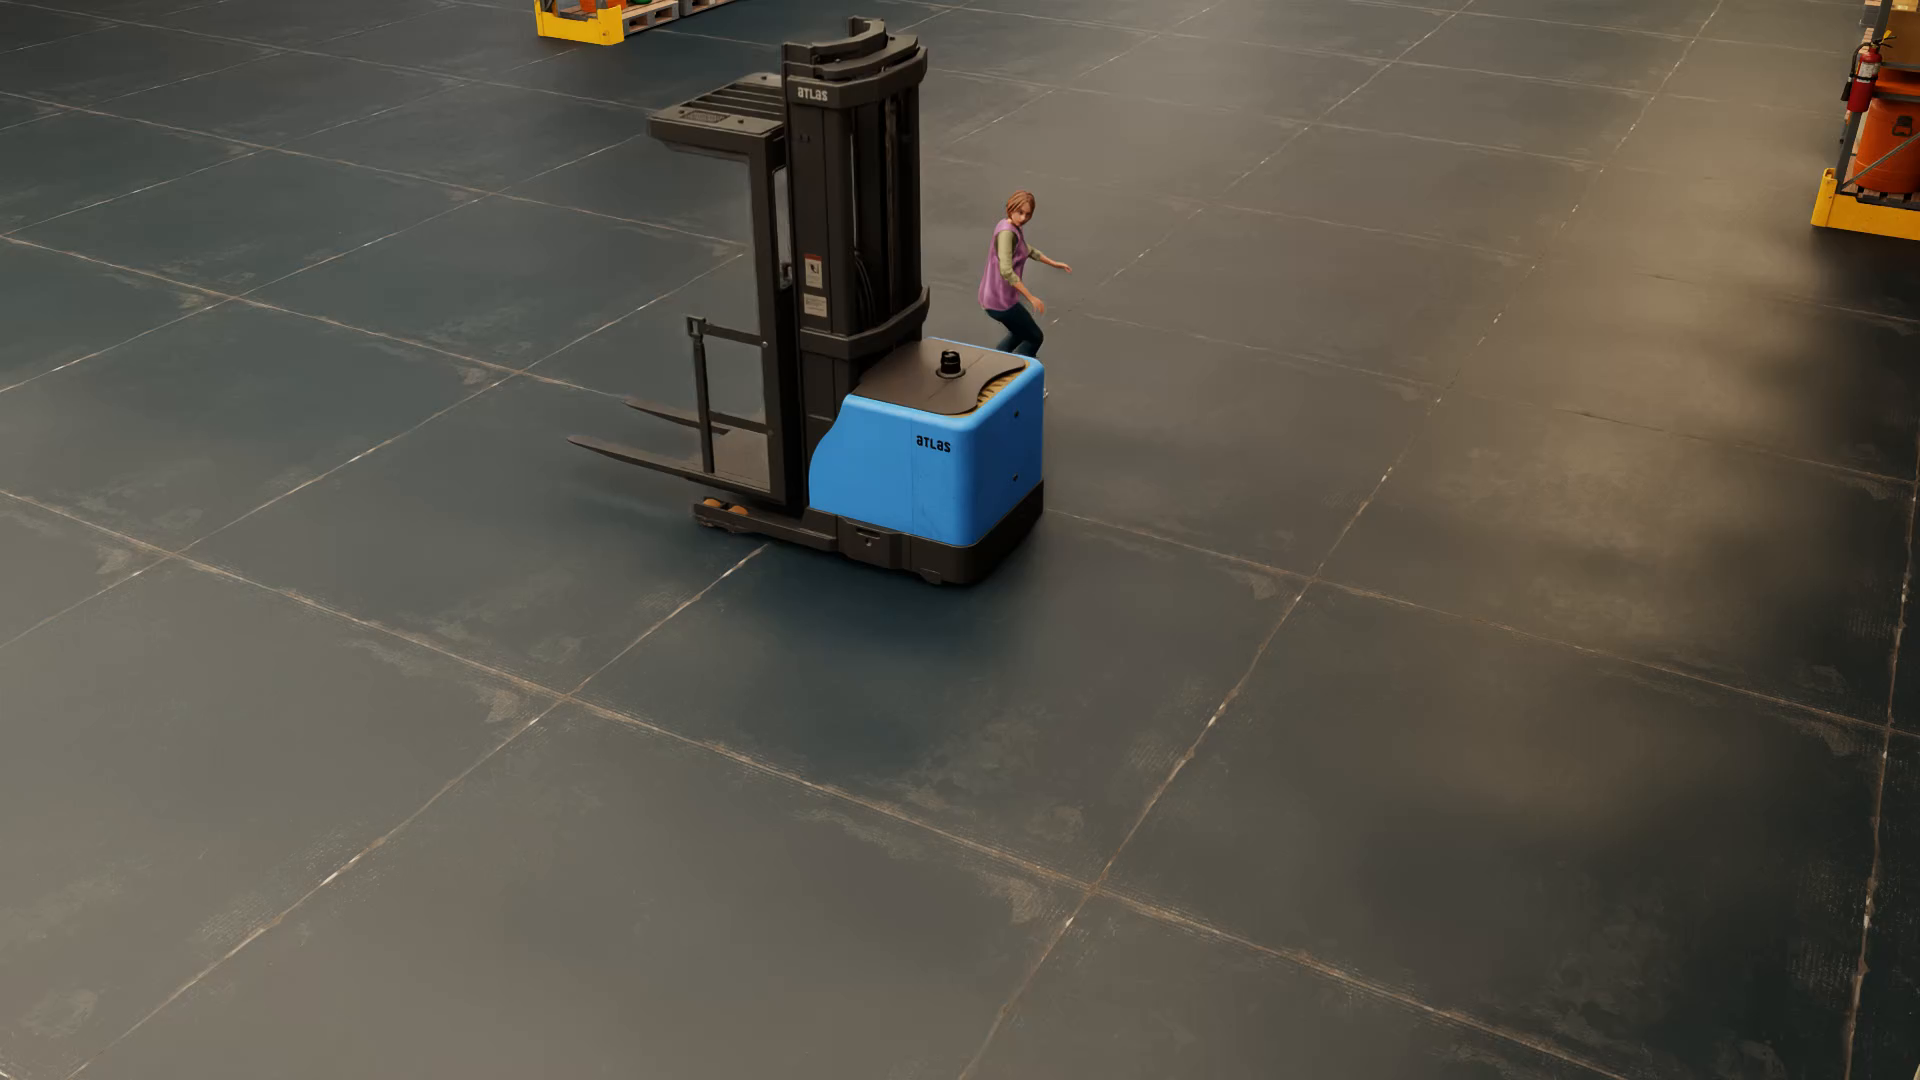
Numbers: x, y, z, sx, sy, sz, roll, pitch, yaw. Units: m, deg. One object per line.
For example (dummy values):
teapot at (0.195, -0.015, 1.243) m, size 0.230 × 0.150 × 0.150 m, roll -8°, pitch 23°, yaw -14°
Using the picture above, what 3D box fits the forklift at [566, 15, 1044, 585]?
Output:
forklift at (-1.041, -1.523, 9.710) m, size 3.031 × 2.935 × 1.130 m, roll 15°, pitch 33°, yaw 24°

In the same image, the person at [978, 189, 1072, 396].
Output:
person at (0.451, -1.648, 11.376) m, size 0.706 × 1.490 × 0.711 m, roll -4°, pitch 30°, yaw -7°
